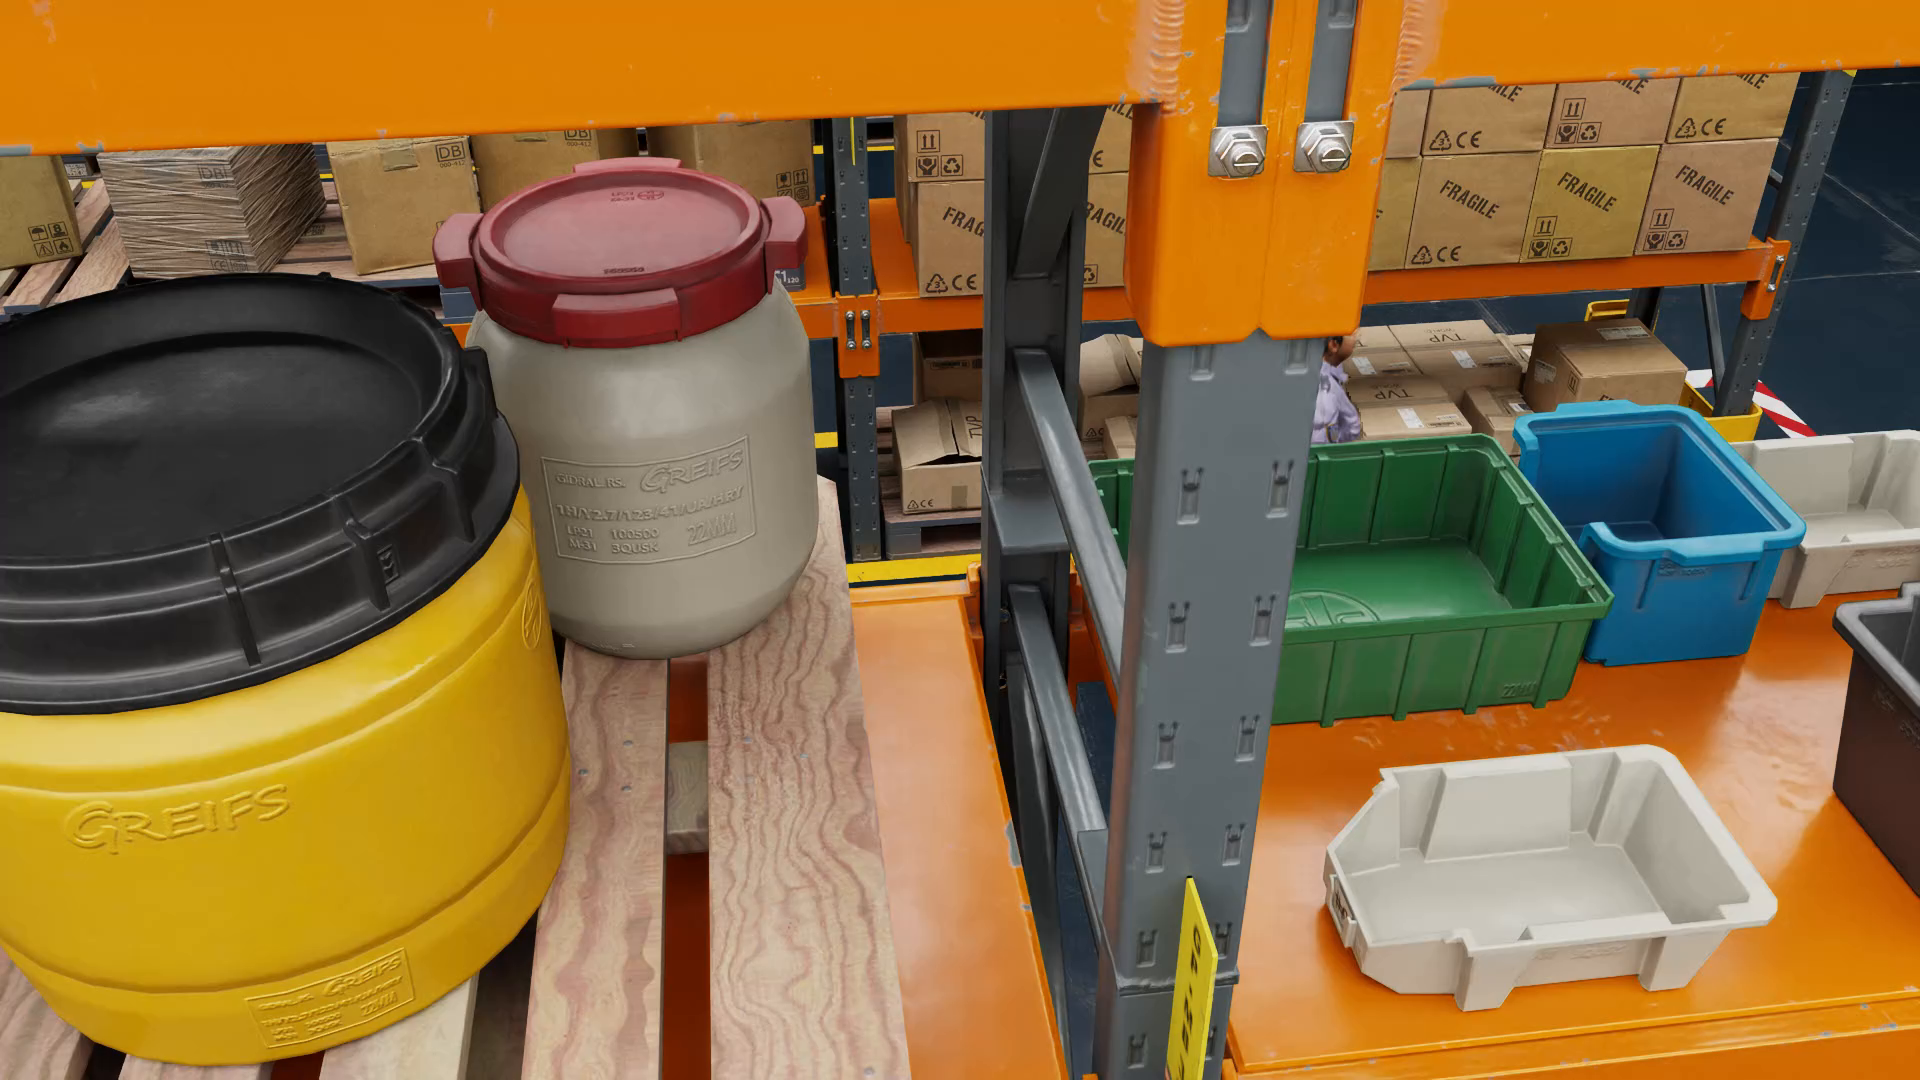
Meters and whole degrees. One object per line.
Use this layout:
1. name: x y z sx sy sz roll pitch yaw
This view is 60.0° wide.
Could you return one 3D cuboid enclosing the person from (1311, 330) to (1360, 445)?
1. person: 1.309 -0.170 6.397 0.384 1.644 0.574 -4 35 -6
